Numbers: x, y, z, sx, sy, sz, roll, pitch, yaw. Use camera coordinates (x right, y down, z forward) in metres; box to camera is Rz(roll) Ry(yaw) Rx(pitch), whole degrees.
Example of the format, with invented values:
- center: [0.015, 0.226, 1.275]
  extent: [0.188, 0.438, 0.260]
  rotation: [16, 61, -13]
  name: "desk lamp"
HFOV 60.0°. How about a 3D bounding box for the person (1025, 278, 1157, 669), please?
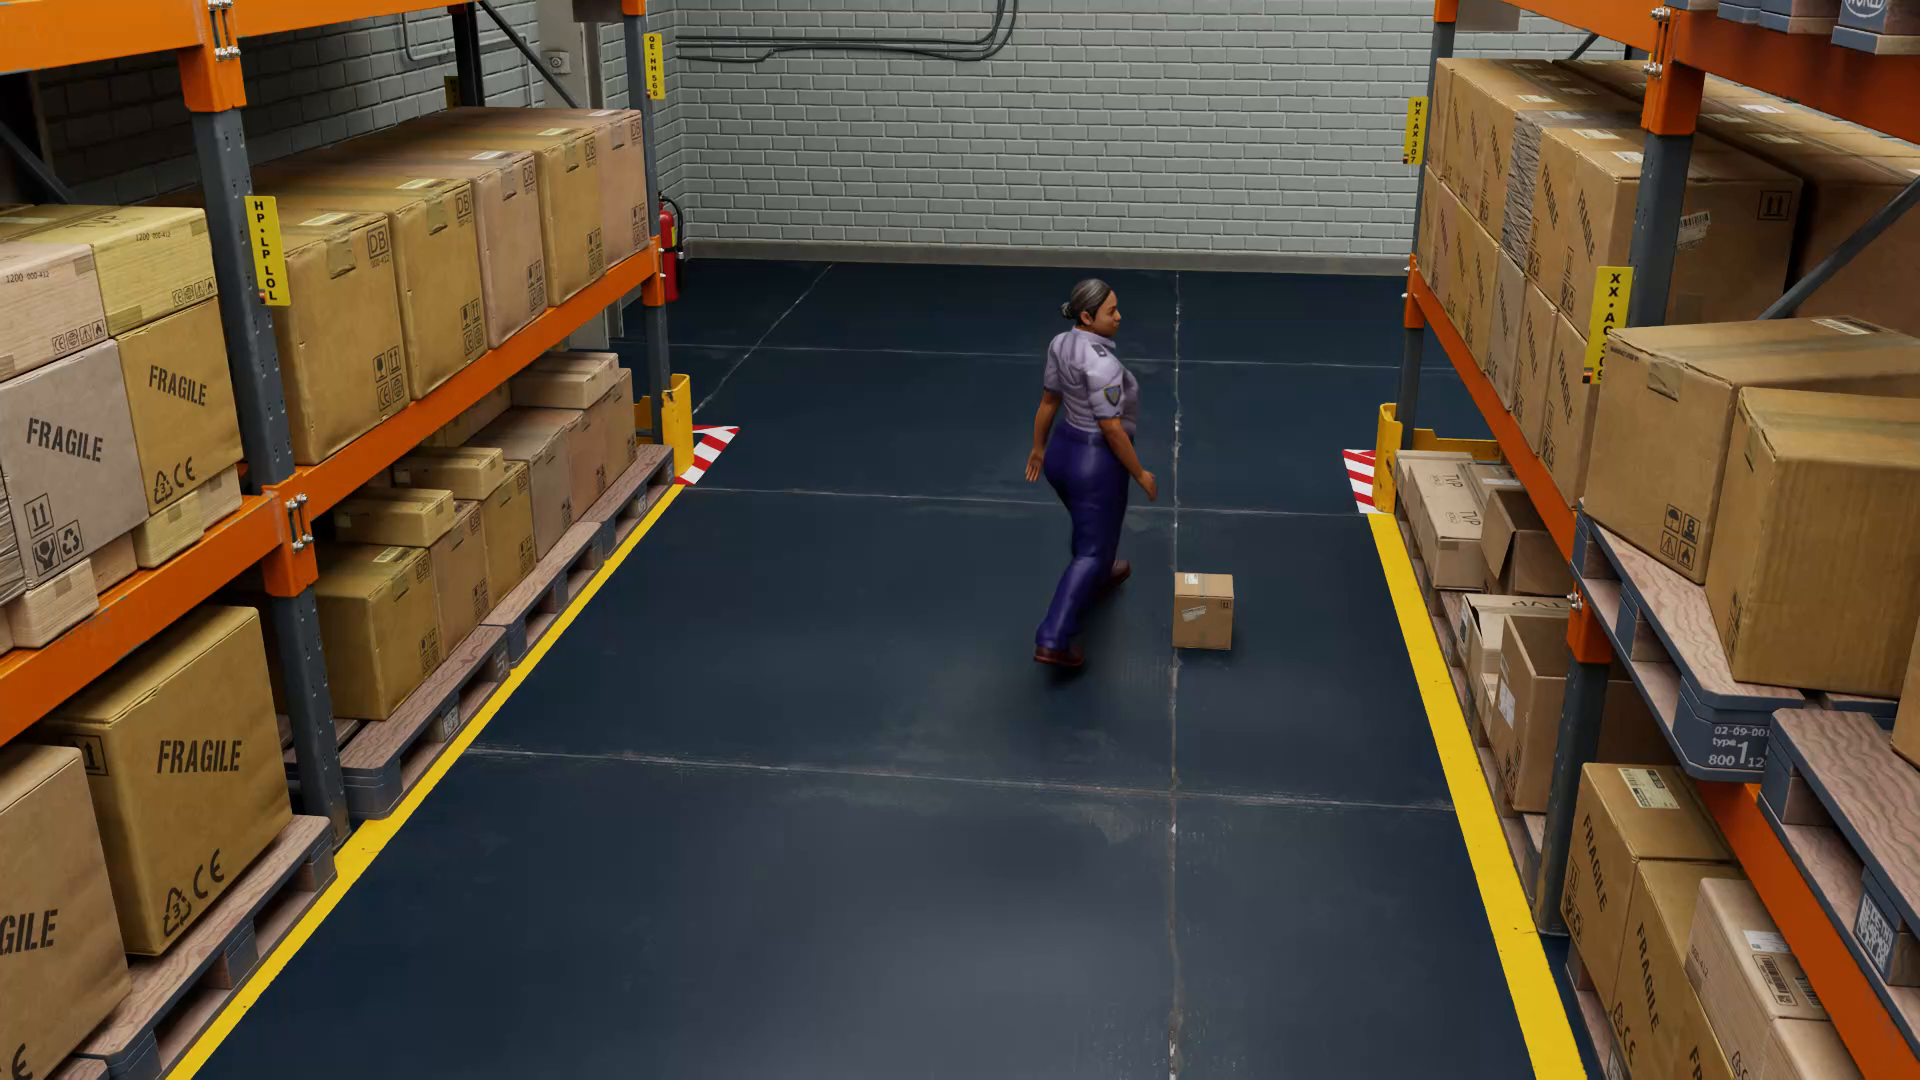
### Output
- center: [0.549, -0.334, 7.023]
  extent: [0.924, 1.589, 0.807]
  rotation: [-11, 24, -26]
  name: "person"
